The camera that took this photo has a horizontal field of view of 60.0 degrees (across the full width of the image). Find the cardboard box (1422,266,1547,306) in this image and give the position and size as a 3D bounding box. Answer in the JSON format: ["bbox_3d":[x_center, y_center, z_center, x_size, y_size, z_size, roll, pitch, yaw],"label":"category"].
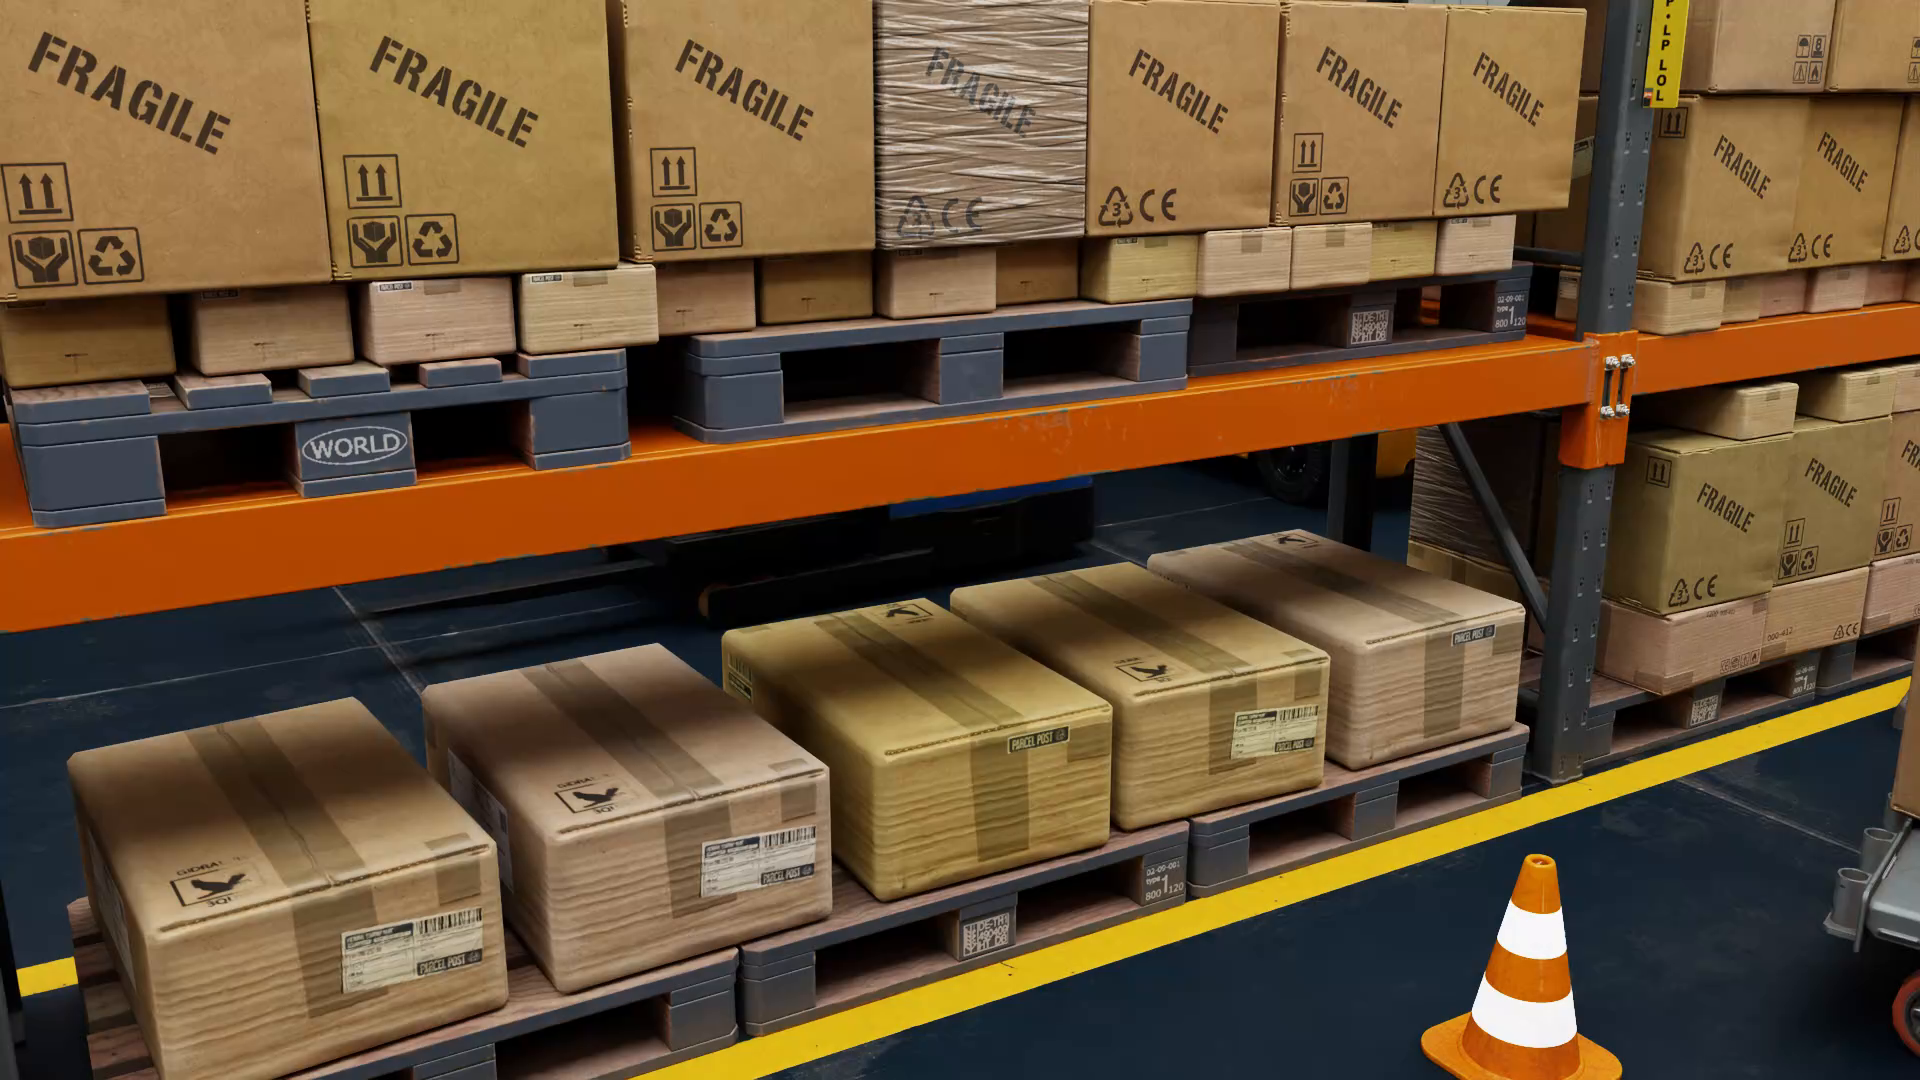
[{"bbox_3d":[1.641,-0.841,5.317,0.250,0.149,0.380,-9,18,-30],"label":"cardboard box"}]

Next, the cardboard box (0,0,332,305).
[{"bbox_3d":[-1.402,-0.693,2.811,0.500,0.500,0.500,-10,18,-31],"label":"cardboard box"}]

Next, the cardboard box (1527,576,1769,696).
[{"bbox_3d":[2.167,0.256,5.257,0.500,0.250,0.500,-10,19,-32],"label":"cardboard box"}]

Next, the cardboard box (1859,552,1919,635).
[{"bbox_3d":[3.072,0.105,5.796,0.500,0.250,0.500,-9,18,-30],"label":"cardboard box"}]

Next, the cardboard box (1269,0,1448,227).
[{"bbox_3d":[0.820,-1.054,4.097,0.500,0.500,0.500,-9,18,-29],"label":"cardboard box"}]

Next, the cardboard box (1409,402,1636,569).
[{"bbox_3d":[1.891,-0.230,5.600,0.500,0.500,0.500,-9,18,-30],"label":"cardboard box"}]

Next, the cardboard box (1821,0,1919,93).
[{"bbox_3d":[2.460,-1.596,4.958,0.500,0.500,0.700,-9,18,-29],"label":"cardboard box"}]

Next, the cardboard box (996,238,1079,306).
[{"bbox_3d":[0.063,-0.641,3.827,0.250,0.149,0.380,-10,18,-32],"label":"cardboard box"}]

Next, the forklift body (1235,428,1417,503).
[{"bbox_3d":[1.706,-1.456,8.619,1.214,2.155,2.313,-9,18,-30],"label":"forklift body"}]

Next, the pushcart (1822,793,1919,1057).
[{"bbox_3d":[2.739,0.937,3.369,1.648,0.377,0.936,12,20,37],"label":"pushcart"}]

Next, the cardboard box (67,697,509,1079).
[{"bbox_3d":[-1.417,0.696,3.459,0.625,0.372,0.950,-11,19,-33],"label":"cardboard box"}]

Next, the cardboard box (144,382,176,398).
[{"bbox_3d":[-3.924,-0.581,7.546,0.625,0.625,0.875,-9,18,-28],"label":"cardboard box"}]

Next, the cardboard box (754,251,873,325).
[{"bbox_3d":[-0.379,-0.566,3.559,0.250,0.149,0.380,-8,18,-28],"label":"cardboard box"}]

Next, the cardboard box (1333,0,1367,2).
[{"bbox_3d":[0.937,-1.569,4.733,0.250,0.149,0.380,-9,18,-30],"label":"cardboard box"}]

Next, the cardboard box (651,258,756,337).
[{"bbox_3d":[-0.601,-0.518,3.387,0.250,0.149,0.380,-8,18,-26],"label":"cardboard box"}]

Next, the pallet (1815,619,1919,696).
[{"bbox_3d":[3.127,0.224,6.220,1.213,0.211,1.003,-9,18,-30],"label":"pallet"}]

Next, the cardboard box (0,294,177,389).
[{"bbox_3d":[-1.532,-0.374,2.874,0.250,0.149,0.380,-10,19,-33],"label":"cardboard box"}]

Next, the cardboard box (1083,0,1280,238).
[{"bbox_3d":[0.375,-0.983,3.846,0.500,0.500,0.500,-9,18,-28],"label":"cardboard box"}]

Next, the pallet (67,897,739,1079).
[{"bbox_3d":[-1.236,0.944,3.651,1.213,0.211,1.003,-9,18,-30],"label":"pallet"}]

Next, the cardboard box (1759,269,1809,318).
[{"bbox_3d":[2.359,-0.786,5.123,0.250,0.149,0.380,-9,18,-30],"label":"cardboard box"}]

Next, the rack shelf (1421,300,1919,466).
[{"bbox_3d":[3.237,-0.778,5.961,4.000,0.370,1.077,-9,18,-30],"label":"rack shelf"}]

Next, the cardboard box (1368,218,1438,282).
[{"bbox_3d":[0.988,-0.760,4.250,0.250,0.149,0.380,-10,18,-31],"label":"cardboard box"}]

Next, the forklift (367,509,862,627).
[{"bbox_3d":[-0.936,-1.248,6.431,3.031,2.935,1.121,-10,19,-32],"label":"forklift"}]

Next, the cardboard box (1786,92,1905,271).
[{"bbox_3d":[2.461,-1.110,5.075,0.500,0.500,0.500,-9,18,-30],"label":"cardboard box"}]

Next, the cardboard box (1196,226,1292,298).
[{"bbox_3d":[0.569,-0.679,3.964,0.250,0.149,0.380,-9,18,-29],"label":"cardboard box"}]

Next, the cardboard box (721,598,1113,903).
[{"bbox_3d":[-0.136,0.488,4.203,0.625,0.372,0.950,-9,18,-28],"label":"cardboard box"}]

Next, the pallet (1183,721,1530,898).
[{"bbox_3d":[0.856,0.605,4.861,1.213,0.211,1.003,-9,18,-30],"label":"pallet"}]

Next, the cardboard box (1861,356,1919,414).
[{"bbox_3d":[2.974,-0.531,5.473,0.250,0.149,0.380,-8,18,-27],"label":"cardboard box"}]

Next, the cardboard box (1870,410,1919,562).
[{"bbox_3d":[3.065,-0.254,5.686,0.500,0.500,0.500,-8,18,-27],"label":"cardboard box"}]

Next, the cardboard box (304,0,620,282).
[{"bbox_3d":[-0.959,-0.767,3.075,0.500,0.500,0.500,-8,18,-27],"label":"cardboard box"}]

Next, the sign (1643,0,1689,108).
[{"bbox_3d":[1.811,-1.276,4.260,0.005,0.325,0.100,-9,18,-30],"label":"sign"}]

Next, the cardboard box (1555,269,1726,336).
[{"bbox_3d":[1.957,-0.695,4.798,0.250,0.149,0.380,-9,18,-30],"label":"cardboard box"}]

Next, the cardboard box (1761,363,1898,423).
[{"bbox_3d":[2.745,-0.493,5.337,0.250,0.149,0.380,-8,18,-28],"label":"cardboard box"}]

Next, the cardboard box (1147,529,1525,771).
[{"bbox_3d":[1.074,0.290,4.908,0.625,0.372,0.950,-9,18,-29],"label":"cardboard box"}]

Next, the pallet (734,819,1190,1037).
[{"bbox_3d":[-0.191,0.775,4.253,1.213,0.211,1.003,-9,18,-30],"label":"pallet"}]

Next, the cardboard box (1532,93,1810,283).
[{"bbox_3d":[2.043,-1.035,4.807,0.500,0.500,0.500,-9,18,-30],"label":"cardboard box"}]

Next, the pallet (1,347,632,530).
[{"bbox_3d":[-1.351,-0.322,3.356,1.003,0.211,1.213,-9,18,-30],"label":"pallet"}]

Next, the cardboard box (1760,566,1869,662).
[{"bbox_3d":[2.619,0.179,5.531,0.500,0.250,0.500,-8,18,-27],"label":"cardboard box"}]

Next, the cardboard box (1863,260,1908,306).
[{"bbox_3d":[2.802,-0.857,5.375,0.250,0.149,0.380,-9,18,-30],"label":"cardboard box"}]

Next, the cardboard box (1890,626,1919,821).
[{"bbox_3d":[2.465,0.400,3.653,0.500,0.500,0.500,-9,18,-30],"label":"cardboard box"}]

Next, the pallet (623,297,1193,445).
[{"bbox_3d":[-0.231,-0.483,3.930,1.213,0.211,1.003,-9,18,-30],"label":"pallet"}]

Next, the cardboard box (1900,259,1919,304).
[{"bbox_3d":[3.059,-0.871,5.424,0.250,0.149,0.380,-9,18,-29],"label":"cardboard box"}]

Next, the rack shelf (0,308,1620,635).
[{"bbox_3d":[-0.192,-0.222,3.978,4.000,0.370,1.077,-9,18,-30],"label":"rack shelf"}]

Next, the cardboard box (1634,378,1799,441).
[{"bbox_3d":[2.305,-0.421,5.080,0.250,0.149,0.380,-9,18,-29],"label":"cardboard box"}]

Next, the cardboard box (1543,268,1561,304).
[{"bbox_3d":[1.851,-0.877,5.447,0.250,0.149,0.380,-9,18,-28],"label":"cardboard box"}]

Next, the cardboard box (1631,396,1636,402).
[{"bbox_3d":[2.326,-0.301,5.854,0.500,0.500,0.500,-9,18,-29],"label":"cardboard box"}]

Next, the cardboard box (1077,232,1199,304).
[{"bbox_3d":[0.341,-0.654,3.873,0.250,0.149,0.380,-9,18,-30],"label":"cardboard box"}]

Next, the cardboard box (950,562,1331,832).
[{"bbox_3d":[0.459,0.391,4.549,0.625,0.372,0.950,-8,18,-26],"label":"cardboard box"}]

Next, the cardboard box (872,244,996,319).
[{"bbox_3d":[-0.122,-0.587,3.635,0.250,0.149,0.380,-9,18,-28],"label":"cardboard box"}]

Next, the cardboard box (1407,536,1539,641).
[{"bbox_3d":[1.891,0.131,5.702,0.500,0.250,0.500,-8,18,-27],"label":"cardboard box"}]

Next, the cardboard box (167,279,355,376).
[{"bbox_3d":[-1.273,-0.405,2.986,0.250,0.149,0.380,-11,19,-33],"label":"cardboard box"}]

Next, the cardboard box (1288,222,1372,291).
[{"bbox_3d":[0.786,-0.716,4.093,0.250,0.149,0.380,-10,18,-31],"label":"cardboard box"}]

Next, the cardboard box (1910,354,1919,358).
[{"bbox_3d":[3.651,-0.517,6.622,0.500,0.500,0.500,-10,19,-32],"label":"cardboard box"}]

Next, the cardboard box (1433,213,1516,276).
[{"bbox_3d":[1.223,-0.792,4.367,0.250,0.149,0.380,-9,18,-29],"label":"cardboard box"}]

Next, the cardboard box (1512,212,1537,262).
[{"bbox_3d":[1.775,-1.157,5.244,0.500,0.500,0.500,-10,18,-31],"label":"cardboard box"}]

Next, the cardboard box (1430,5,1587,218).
[{"bbox_3d":[1.244,-1.123,4.344,0.500,0.500,0.500,-10,18,-31],"label":"cardboard box"}]

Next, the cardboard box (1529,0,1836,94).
[{"bbox_3d":[2.011,-1.530,4.723,0.500,0.500,0.700,-9,18,-30],"label":"cardboard box"}]
